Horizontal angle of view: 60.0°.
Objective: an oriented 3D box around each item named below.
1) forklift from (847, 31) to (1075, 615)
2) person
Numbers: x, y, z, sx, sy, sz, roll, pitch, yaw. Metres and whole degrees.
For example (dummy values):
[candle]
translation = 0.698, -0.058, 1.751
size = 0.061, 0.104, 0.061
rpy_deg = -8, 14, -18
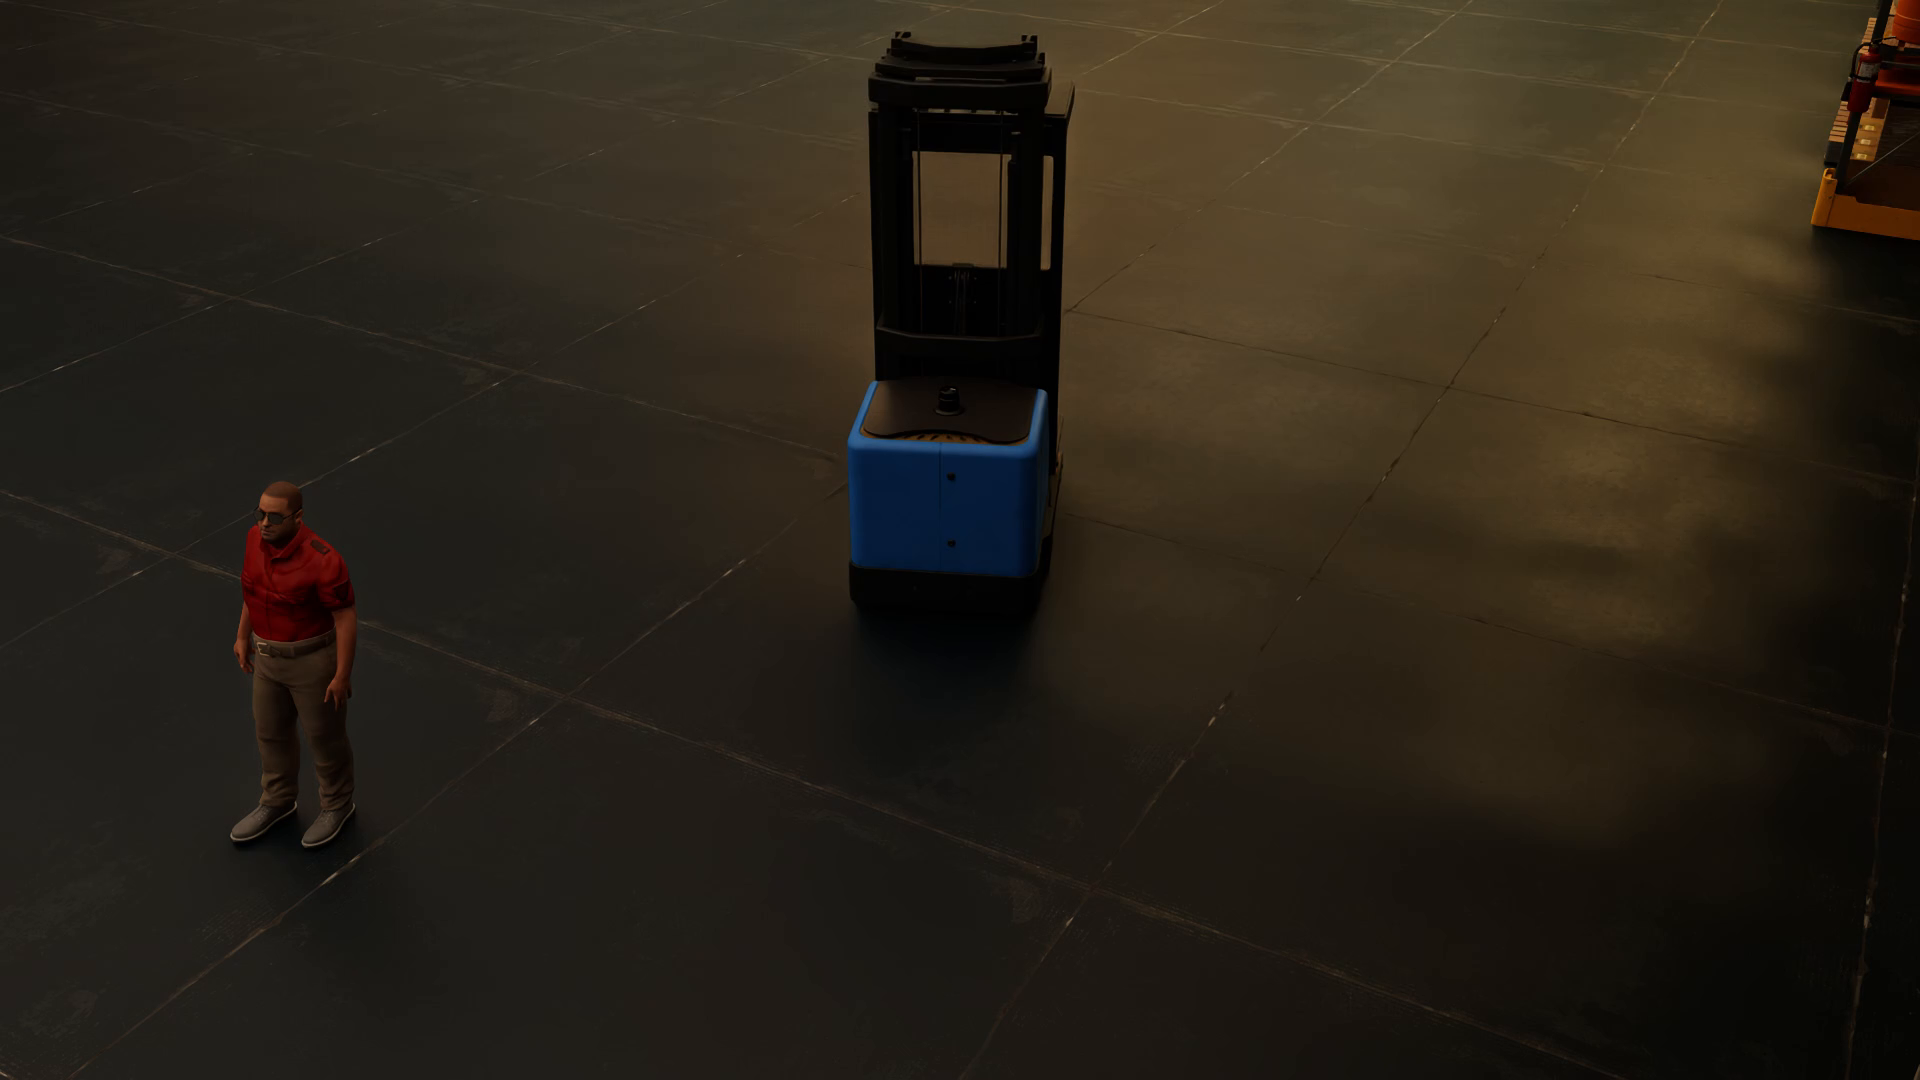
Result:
[forklift]
translation = 0.072, -1.572, 9.794
size = 1.130, 2.935, 3.031
rpy_deg = 3, 30, 6
[person]
translation = -2.955, 0.572, 7.268
size = 0.641, 1.727, 0.551
rpy_deg = 13, 33, 22
